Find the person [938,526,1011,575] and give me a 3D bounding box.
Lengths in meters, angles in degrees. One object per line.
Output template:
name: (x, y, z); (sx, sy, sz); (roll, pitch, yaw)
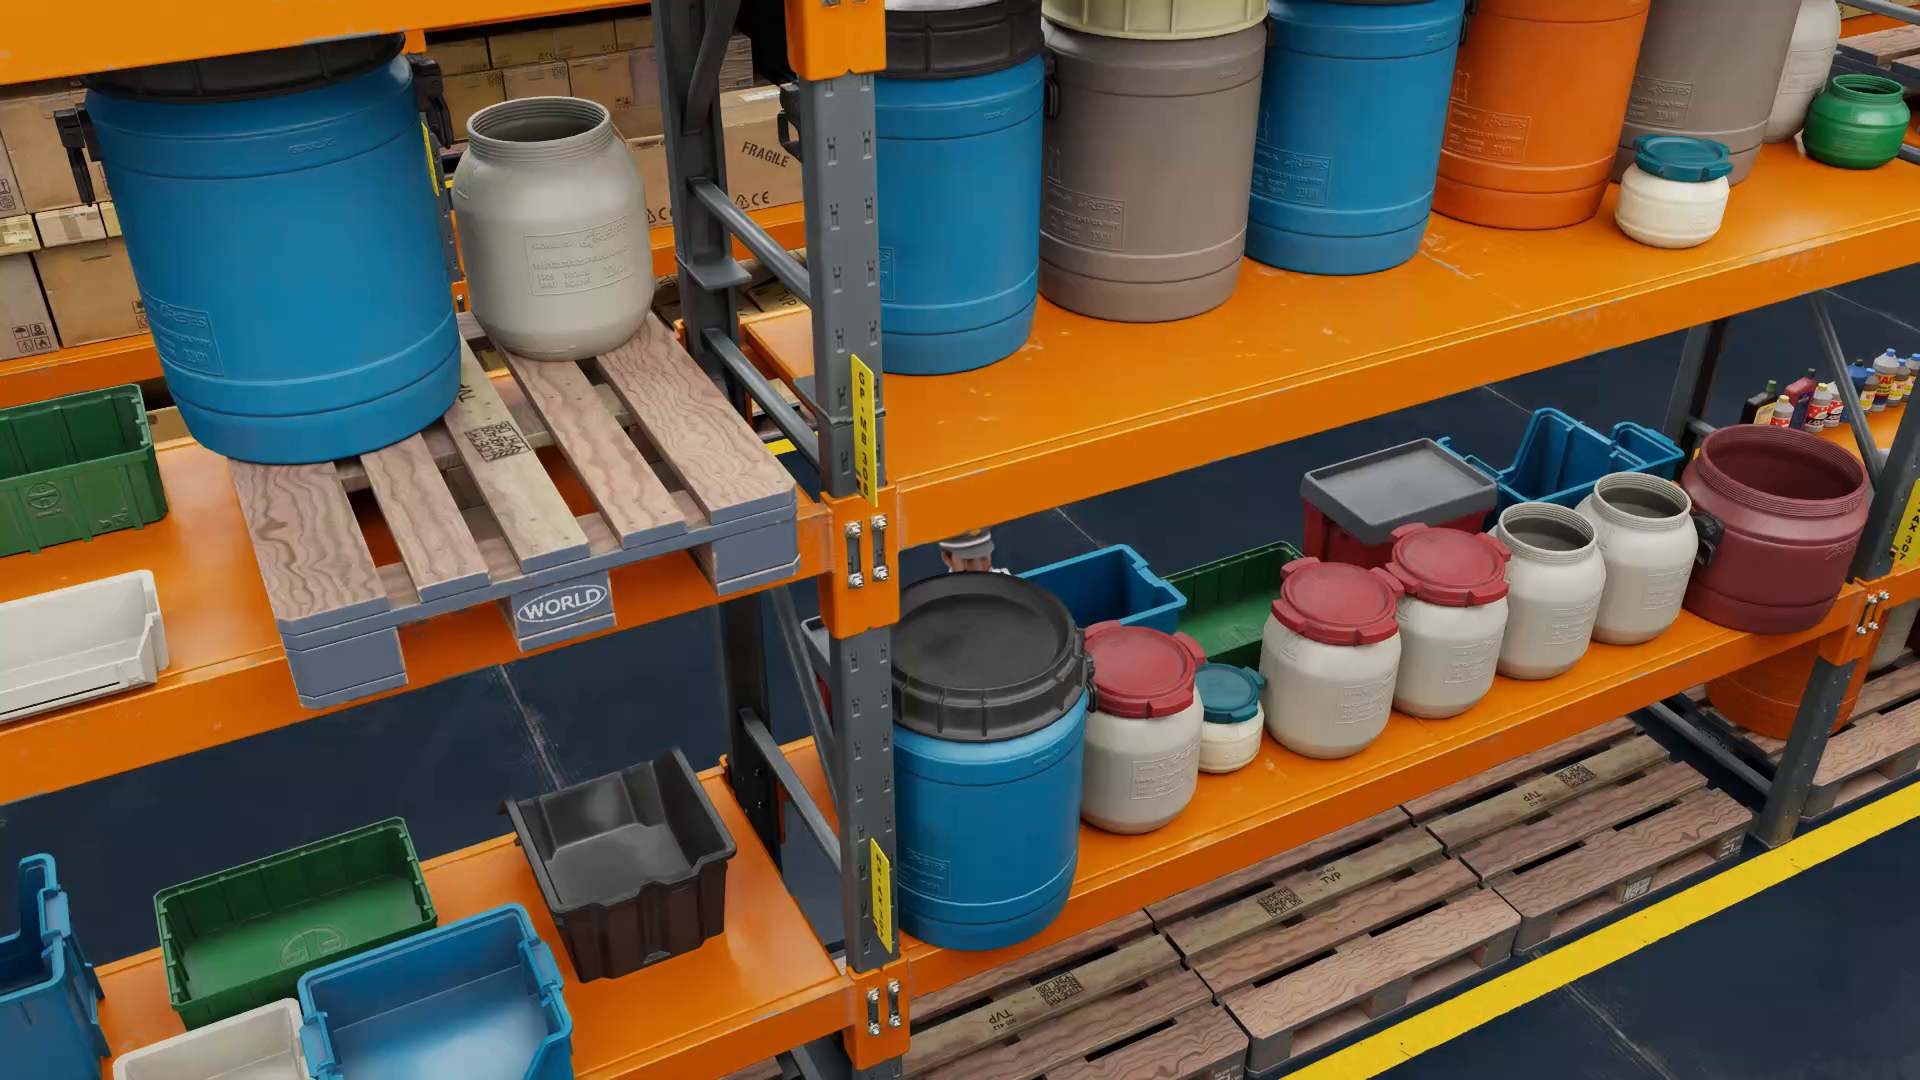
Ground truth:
person: (0.040, 0.668, 6.101); (0.459, 1.686, 0.549); (-10, 34, -15)
